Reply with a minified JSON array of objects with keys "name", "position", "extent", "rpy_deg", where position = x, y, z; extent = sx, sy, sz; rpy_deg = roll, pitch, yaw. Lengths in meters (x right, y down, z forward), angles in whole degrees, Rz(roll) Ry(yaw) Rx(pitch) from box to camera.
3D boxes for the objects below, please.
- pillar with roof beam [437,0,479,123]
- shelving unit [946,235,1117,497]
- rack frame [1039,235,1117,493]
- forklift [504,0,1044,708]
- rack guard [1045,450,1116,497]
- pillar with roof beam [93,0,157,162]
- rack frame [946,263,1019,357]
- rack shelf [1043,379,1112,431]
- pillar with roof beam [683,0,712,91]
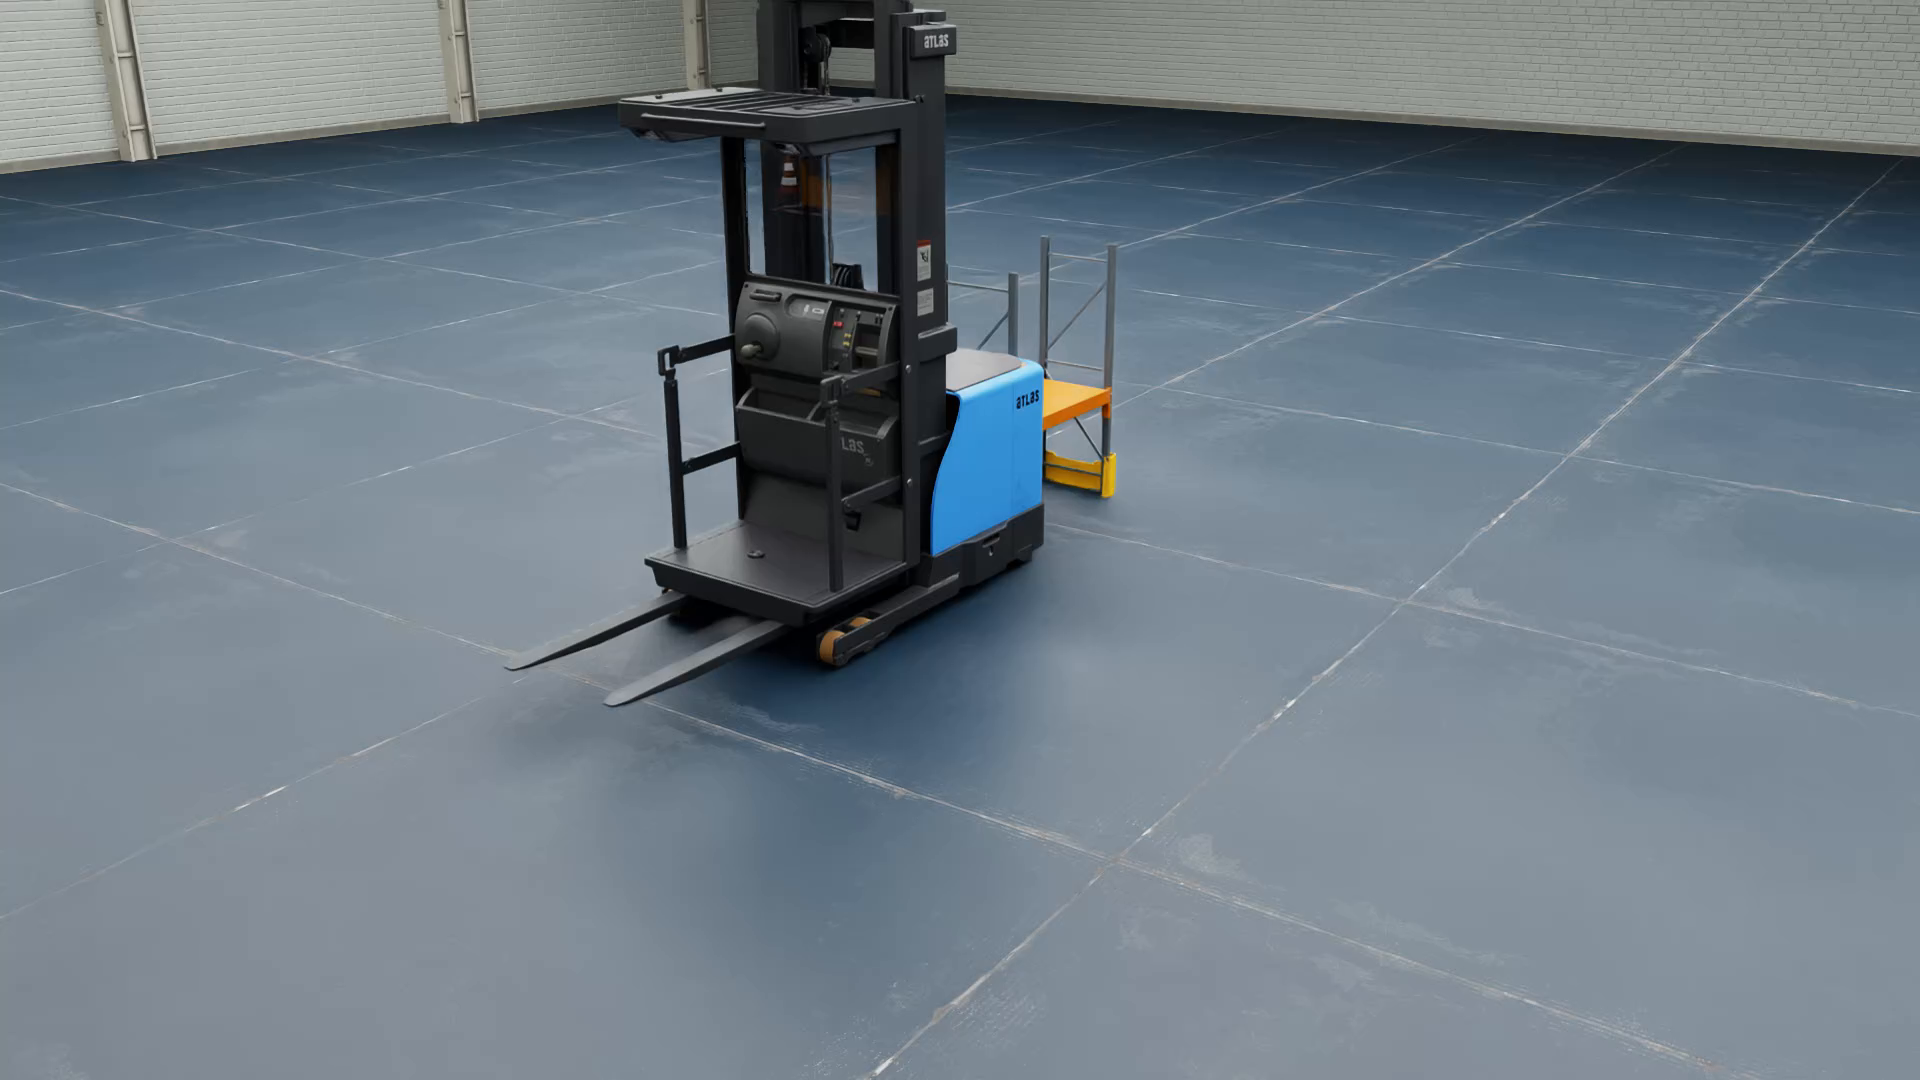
[{"name":"pillar with roof beam","position":[-5.070,-10.666,25.130],"extent":[9.100,9.000,0.400],"rpy_deg":[13,24,32]},{"name":"shelving unit","position":[0.386,-0.889,9.507],"extent":[0.587,1.500,1.083],"rpy_deg":[14,24,33]},{"name":"rack frame","position":[0.687,-1.035,9.902],"extent":[0.500,1.500,0.032],"rpy_deg":[14,24,33]},{"name":"forklift","position":[-0.812,-0.980,7.690],"extent":[1.130,2.935,3.031],"rpy_deg":[14,24,33]},{"name":"rack guard","position":[0.675,-0.444,10.104],"extent":[0.587,0.250,0.087],"rpy_deg":[14,24,33]},{"name":"pillar with roof beam","position":[-8.442,-8.945,20.476],"extent":[9.100,9.000,0.400],"rpy_deg":[13,24,32]},{"name":"rack frame","position":[0.096,-0.748,9.126],"extent":[0.500,1.500,0.032],"rpy_deg":[14,24,33]},{"name":"rack shelf","position":[0.391,-0.723,9.576],"extent":[0.538,0.185,1.000],"rpy_deg":[14,24,33]},{"name":"pillar with roof beam","position":[-1.697,-12.388,29.784],"extent":[9.100,9.000,0.400],"rpy_deg":[13,24,32]}]
